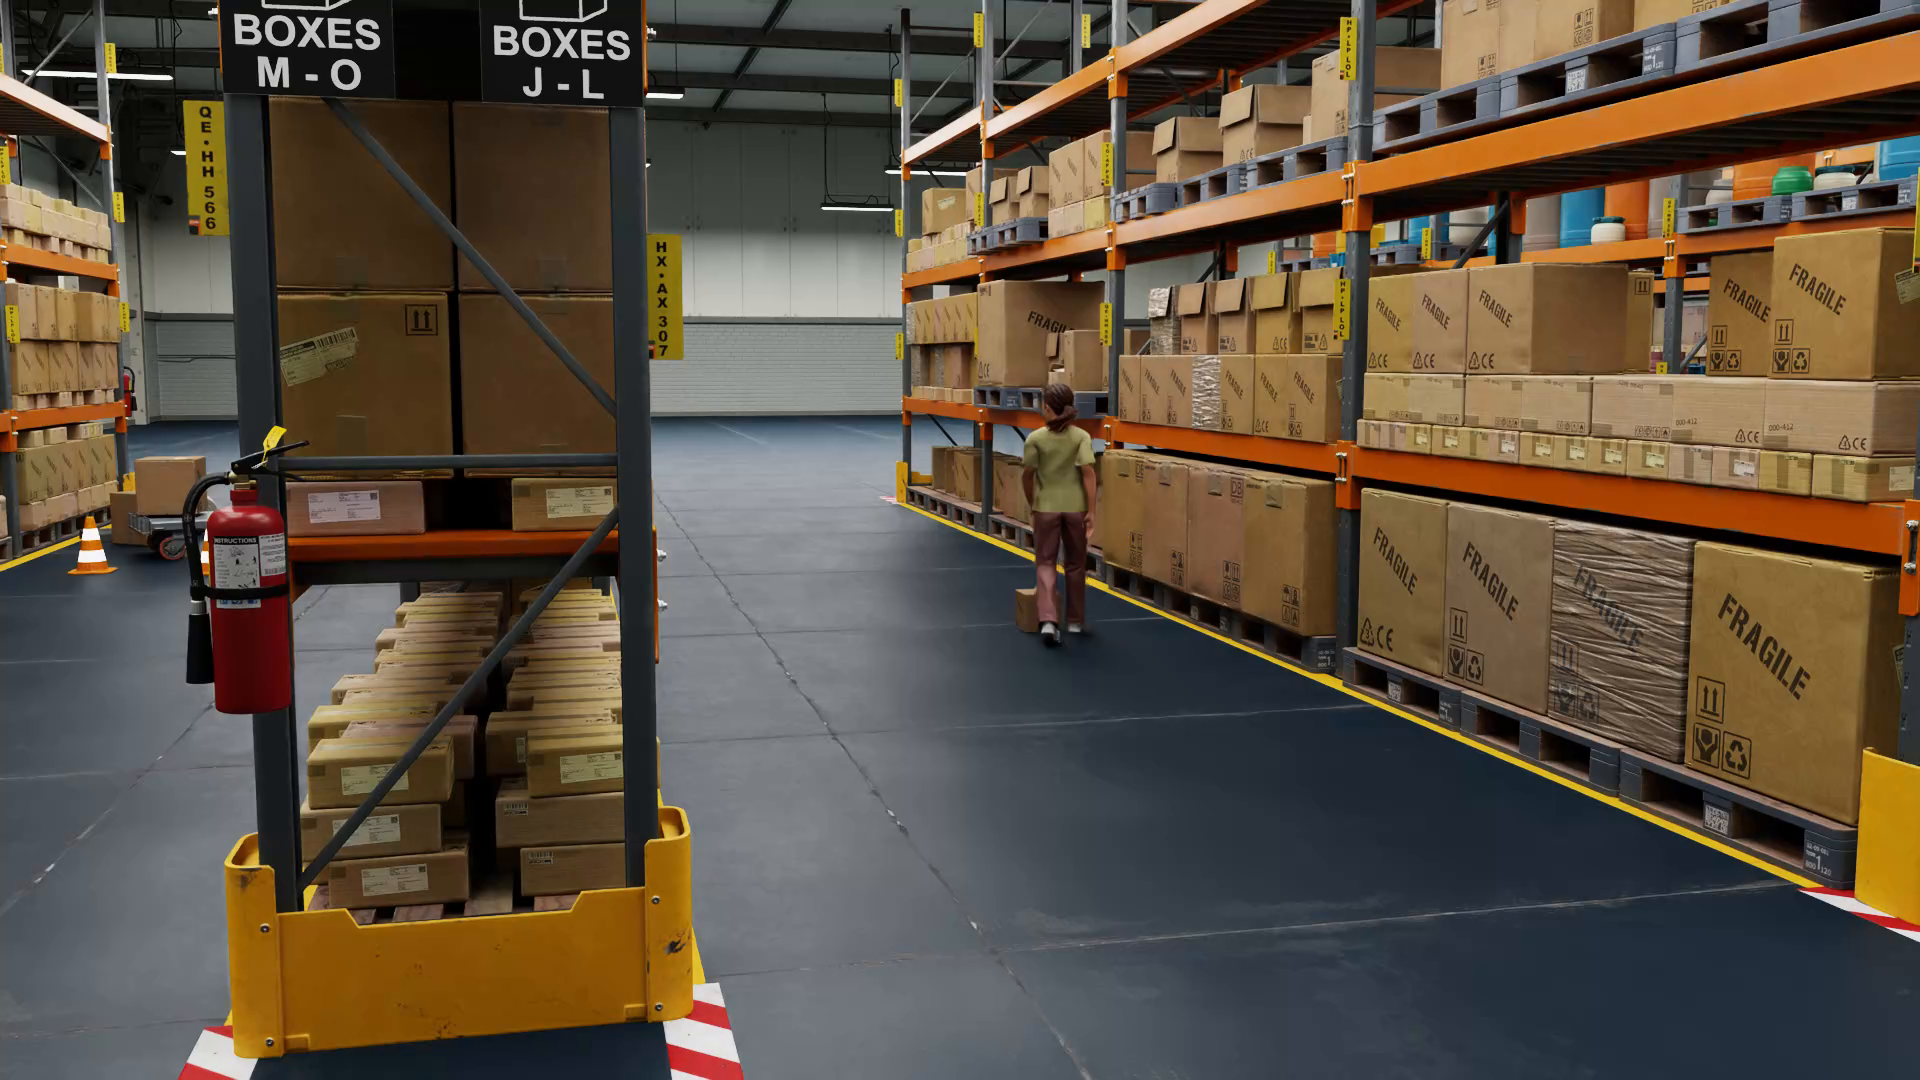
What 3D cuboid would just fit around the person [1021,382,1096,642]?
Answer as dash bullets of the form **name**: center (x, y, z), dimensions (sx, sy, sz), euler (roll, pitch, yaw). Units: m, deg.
- **person**: center (0.619, -0.188, 10.569), dimensions (0.467, 1.629, 0.774), euler (0, 6, 2)
